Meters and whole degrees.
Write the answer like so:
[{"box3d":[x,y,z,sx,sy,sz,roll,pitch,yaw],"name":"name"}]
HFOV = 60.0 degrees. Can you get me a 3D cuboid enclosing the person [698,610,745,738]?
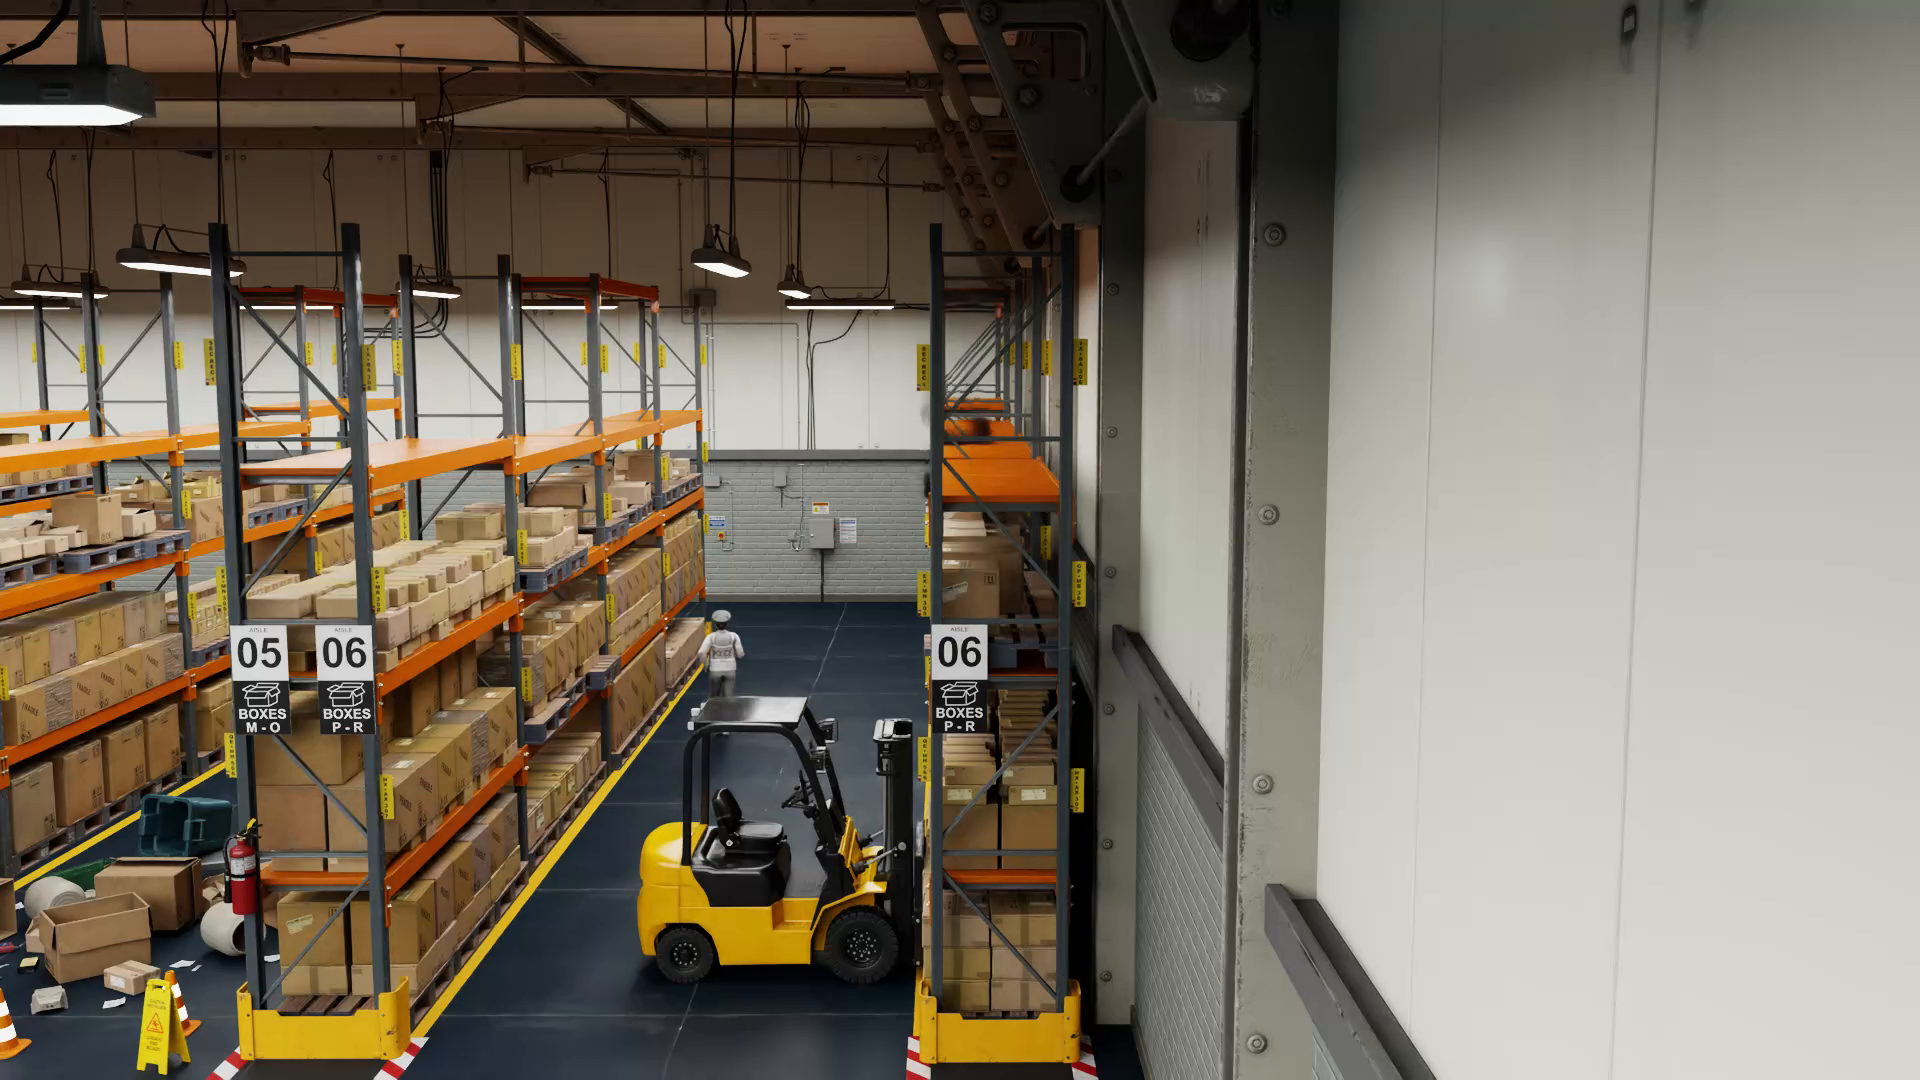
[{"box3d":[-3.119,1.781,21.780,0.596,1.740,0.720,-1,7,-6],"name":"person"}]
